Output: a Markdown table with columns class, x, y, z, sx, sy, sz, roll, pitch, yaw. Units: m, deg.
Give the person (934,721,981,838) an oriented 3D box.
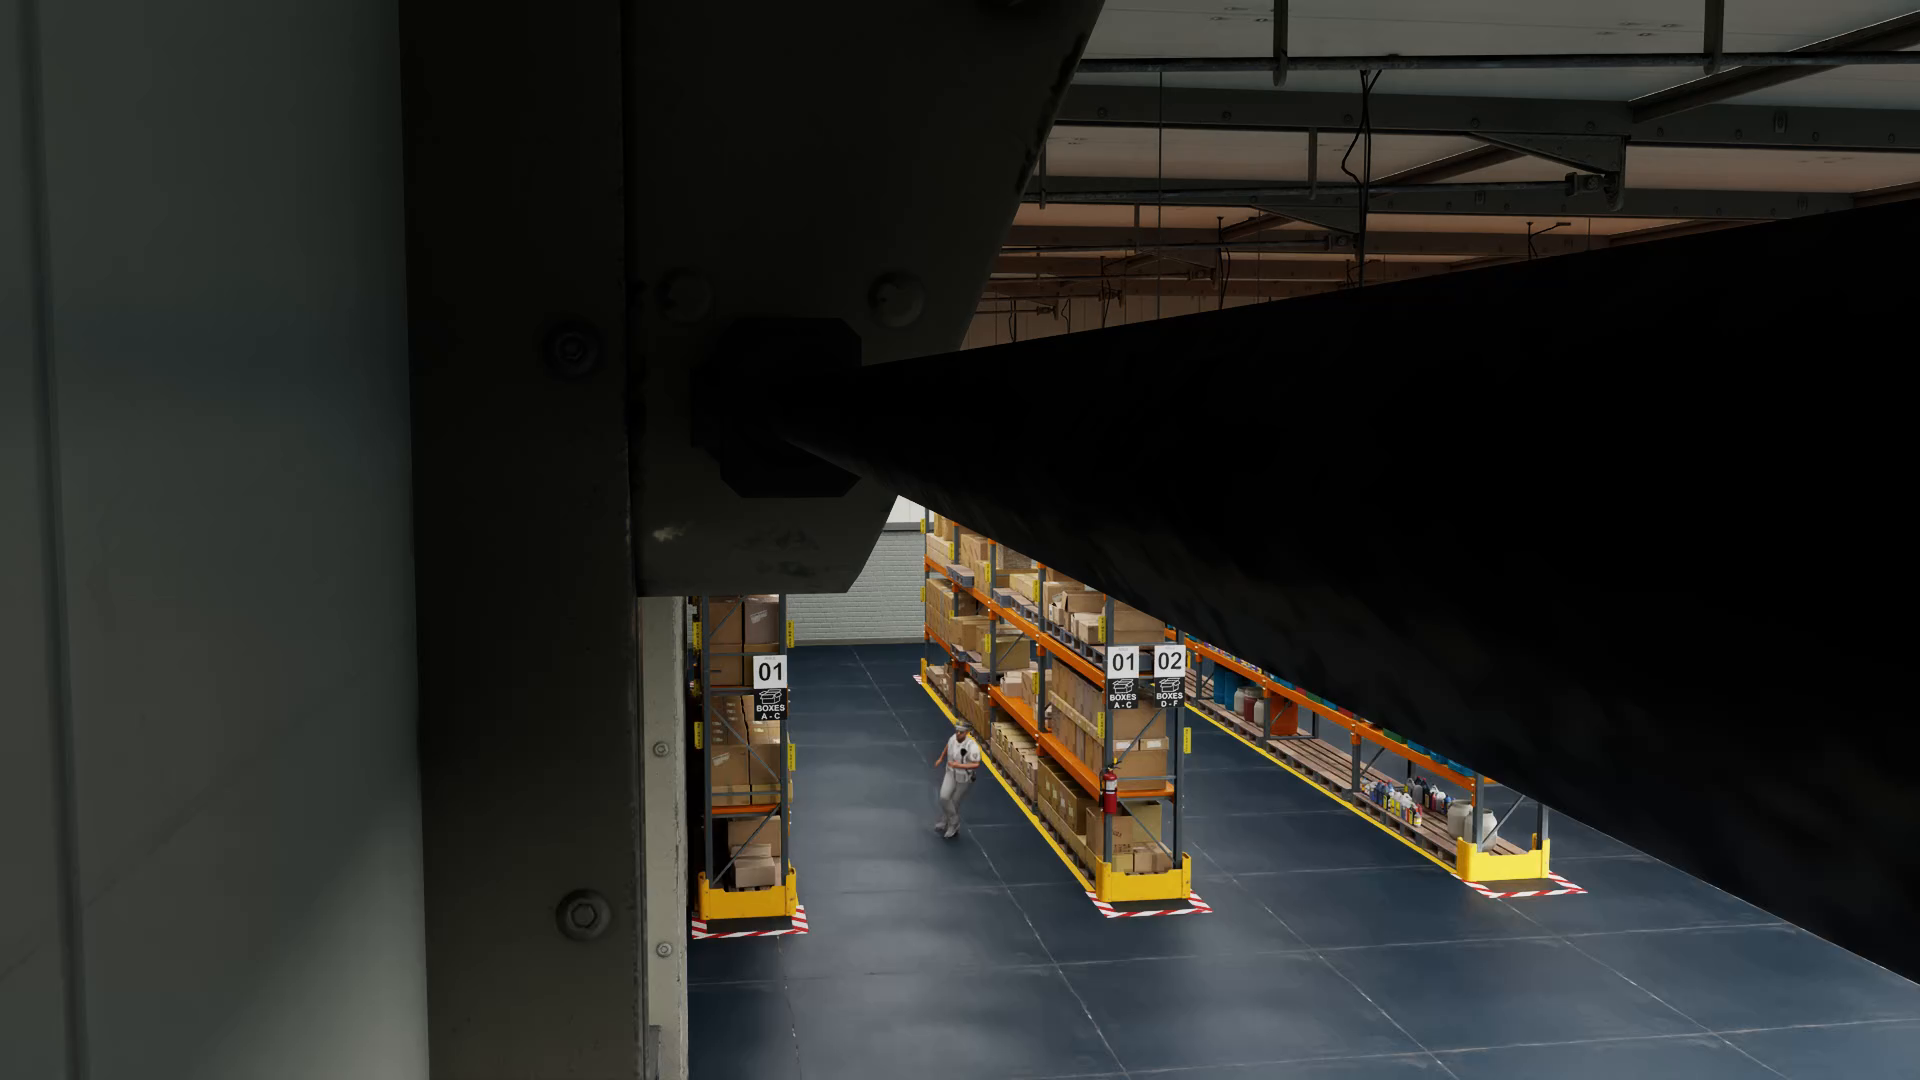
| class | x | y | z | sx | sy | sz | roll | pitch | yaw |
| --- | --- | --- | --- | --- | --- | --- | --- | --- | --- |
| person | -0.053 | 3.384 | 23.812 | 0.804 | 1.683 | 0.716 | 2 | 5 | 19 |
